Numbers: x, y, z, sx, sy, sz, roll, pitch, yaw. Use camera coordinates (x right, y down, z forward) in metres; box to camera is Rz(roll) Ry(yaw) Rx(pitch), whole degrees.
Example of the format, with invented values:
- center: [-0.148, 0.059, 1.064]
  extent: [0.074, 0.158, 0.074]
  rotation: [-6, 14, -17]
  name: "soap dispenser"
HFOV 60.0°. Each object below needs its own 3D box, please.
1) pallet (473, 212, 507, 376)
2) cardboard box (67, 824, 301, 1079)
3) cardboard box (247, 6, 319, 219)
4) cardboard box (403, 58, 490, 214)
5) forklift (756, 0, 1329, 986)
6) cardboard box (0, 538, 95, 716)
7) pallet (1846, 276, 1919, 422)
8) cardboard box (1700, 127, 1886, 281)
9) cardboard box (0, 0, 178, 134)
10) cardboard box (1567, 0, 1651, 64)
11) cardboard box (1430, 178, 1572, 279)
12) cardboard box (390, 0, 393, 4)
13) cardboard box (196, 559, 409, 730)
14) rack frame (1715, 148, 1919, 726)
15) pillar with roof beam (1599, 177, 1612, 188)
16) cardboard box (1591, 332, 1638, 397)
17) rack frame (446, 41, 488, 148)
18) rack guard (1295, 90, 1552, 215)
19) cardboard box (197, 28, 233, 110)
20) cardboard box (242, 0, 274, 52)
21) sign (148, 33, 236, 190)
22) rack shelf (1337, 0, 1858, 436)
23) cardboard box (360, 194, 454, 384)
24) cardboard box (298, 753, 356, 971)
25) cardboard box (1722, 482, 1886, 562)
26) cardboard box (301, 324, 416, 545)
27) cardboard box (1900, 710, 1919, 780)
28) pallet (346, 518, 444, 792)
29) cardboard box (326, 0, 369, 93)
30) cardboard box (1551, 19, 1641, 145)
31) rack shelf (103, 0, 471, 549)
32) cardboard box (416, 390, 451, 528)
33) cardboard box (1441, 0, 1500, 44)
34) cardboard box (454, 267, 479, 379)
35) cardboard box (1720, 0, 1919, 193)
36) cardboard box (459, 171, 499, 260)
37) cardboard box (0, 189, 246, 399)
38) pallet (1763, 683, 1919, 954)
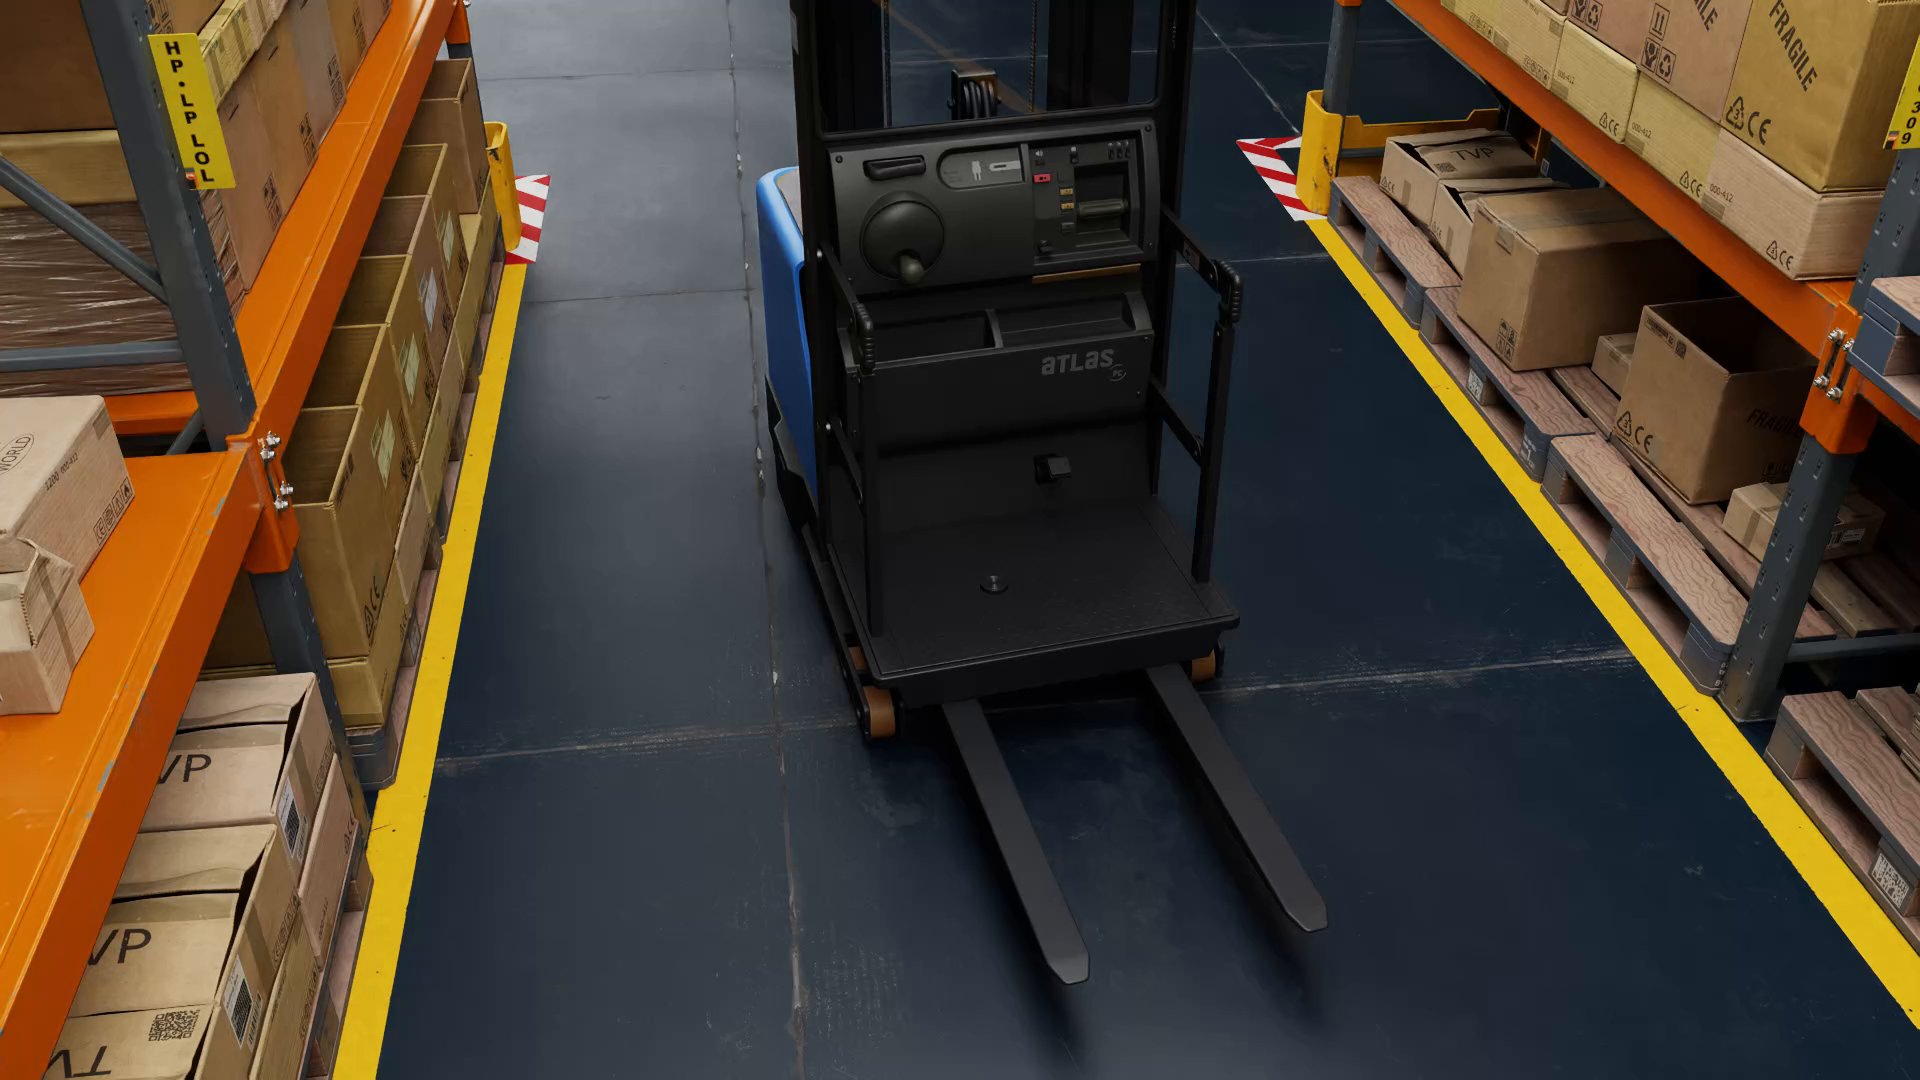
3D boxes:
- center: [-2.508, -1.039, 7.088]
  extent: [1.003, 0.211, 1.213]
  rotation: [-4, 35, -6]
  name: "pallet"
- center: [-1.699, 0.842, 3.422]
  extent: [0.500, 0.311, 0.500]
  rotation: [-3, 34, -5]
  name: "cardboard box"
- center: [-2.321, -1.246, 4.826]
  extent: [0.700, 0.500, 0.500]
  rotation: [-4, 34, -6]
  name: "cardboard box"
- center: [-2.285, -1.686, 6.963]
  extent: [0.500, 0.500, 0.500]
  rotation: [-4, 35, -6]
  name: "cardboard box"
- center: [0.165, -0.870, 4.425]
  extent: [1.130, 2.935, 3.031]
  rotation: [-9, 35, -13]
  name: "forklift"
- center: [-1.814, 0.149, 2.987]
  extent: [0.396, 0.266, 0.258]
  rotation: [-5, 35, -8]
  name: "cardboard box"
- center: [2.753, -0.244, 3.614]
  extent: [1.003, 0.211, 1.213]
  rotation: [-4, 35, -6]
  name: "pallet"
- center: [2.430, -0.948, 4.593]
  extent: [0.500, 0.250, 0.500]
  rotation: [-4, 35, -6]
  name: "cardboard box"
- center: [-2.180, -1.208, 3.618]
  extent: [0.700, 0.500, 0.500]
  rotation: [-4, 34, -6]
  name: "cardboard box"
- center: [2.294, -1.817, 5.202]
  extent: [0.500, 0.500, 0.500]
  rotation: [-5, 35, -8]
  name: "cardboard box"
- center: [2.337, -1.352, 7.068]
  extent: [0.500, 0.311, 0.500]
  rotation: [-2, 34, -2]
  name: "cardboard box"
- center: [-2.602, -2.395, 6.512]
  extent: [0.700, 0.500, 0.500]
  rotation: [-4, 35, -6]
  name: "cardboard box"
- center: [-1.876, 0.298, 4.718]
  extent: [0.500, 0.250, 0.500]
  rotation: [-4, 35, -6]
  name: "cardboard box"
- center: [2.794, -0.760, 4.202]
  extent: [1.000, 3.000, 0.127]
  rotation: [-4, 35, -6]
  name: "rack frame"
- center: [-1.058, -4.820, 4.833]
  extent: [9.100, 9.000, 0.400]
  rotation: [-4, 35, -6]
  name: "pillar with roof beam"
- center: [2.599, -0.658, 6.193]
  extent: [0.380, 0.149, 0.250]
  rotation: [-7, 35, -10]
  name: "cardboard box"
- center: [-2.652, -2.615, 6.924]
  extent: [1.000, 3.000, 0.127]
  rotation: [-4, 35, -6]
  name: "rack frame"
- center: [2.266, -1.917, 8.119]
  extent: [1.175, 0.500, 0.348]
  rotation: [-4, 35, -6]
  name: "rack guard"
- center: [-2.029, -1.141, 4.096]
  extent: [0.380, 0.149, 0.250]
  rotation: [-5, 35, -8]
  name: "cardboard box"
- center: [-2.097, -1.427, 4.516]
  extent: [0.380, 0.149, 0.250]
  rotation: [-5, 35, -8]
  name: "cardboard box"
- center: [-1.578, -0.875, 3.413]
  extent: [0.100, 0.325, 0.005]
  rotation: [-4, 35, -6]
  name: "sign"
- center: [2.525, -1.579, 6.042]
  extent: [1.077, 0.370, 4.000]
  rotation: [-4, 35, -6]
  name: "rack shelf"
- center: [-2.070, -0.850, 5.736]
  extent: [0.500, 0.500, 0.500]
  rotation: [-4, 35, -6]
  name: "cardboard box"
- center: [-1.771, 0.789, 3.997]
  extent: [0.500, 0.250, 0.500]
  rotation: [-5, 35, -7]
  name: "cardboard box"
- center: [2.692, -0.068, 5.311]
  extent: [0.380, 0.166, 0.250]
  rotation: [-9, 35, -13]
  name: "cardboard box"
- center: [-1.941, -0.291, 4.917]
  extent: [0.500, 0.500, 0.500]
  rotation: [-4, 35, -6]
  name: "cardboard box"
- center: [2.910, 0.500, 4.181]
  extent: [0.700, 0.500, 0.500]
  rotation: [-3, 34, -5]
  name: "cardboard box"
- center: [-2.179, 0.322, 5.090]
  extent: [1.003, 0.211, 1.213]
  rotation: [-4, 35, -6]
  name: "pallet"
- center: [-2.465, -1.825, 5.675]
  extent: [0.700, 0.500, 0.500]
  rotation: [-4, 34, -6]
  name: "cardboard box"
- center: [2.288, -1.506, 5.412]
  extent: [0.500, 0.250, 0.500]
  rotation: [-5, 35, -7]
  name: "cardboard box"
- center: [-2.383, -1.202, 5.489]
  extent: [1.077, 0.370, 4.000]
  rotation: [-4, 35, -6]
  name: "rack shelf"
- center: [-2.000, -0.261, 5.538]
  extent: [0.500, 0.250, 0.500]
  rotation: [-4, 35, -6]
  name: "cardboard box"
- center: [2.154, -2.069, 6.238]
  extent: [0.500, 0.250, 0.500]
  rotation: [-5, 35, -7]
  name: "cardboard box"
- center: [-2.139, -0.819, 6.356]
  extent: [0.500, 0.250, 0.500]
  rotation: [-4, 35, -6]
  name: "cardboard box"
- center: [2.424, -1.257, 4.380]
  extent: [0.500, 0.500, 0.500]
  rotation: [-4, 35, -6]
  name: "cardboard box"
- center: [-2.287, -1.376, 7.174]
  extent: [0.500, 0.250, 0.500]
  rotation: [-4, 35, -6]
  name: "cardboard box"
- center: [-2.180, -0.672, 3.983]
  extent: [0.700, 0.500, 0.500]
  rotation: [-5, 35, -8]
  name: "cardboard box"
- center: [2.900, 0.826, 4.350]
  extent: [1.003, 0.211, 1.213]
  rotation: [-4, 35, -6]
  name: "pallet"
